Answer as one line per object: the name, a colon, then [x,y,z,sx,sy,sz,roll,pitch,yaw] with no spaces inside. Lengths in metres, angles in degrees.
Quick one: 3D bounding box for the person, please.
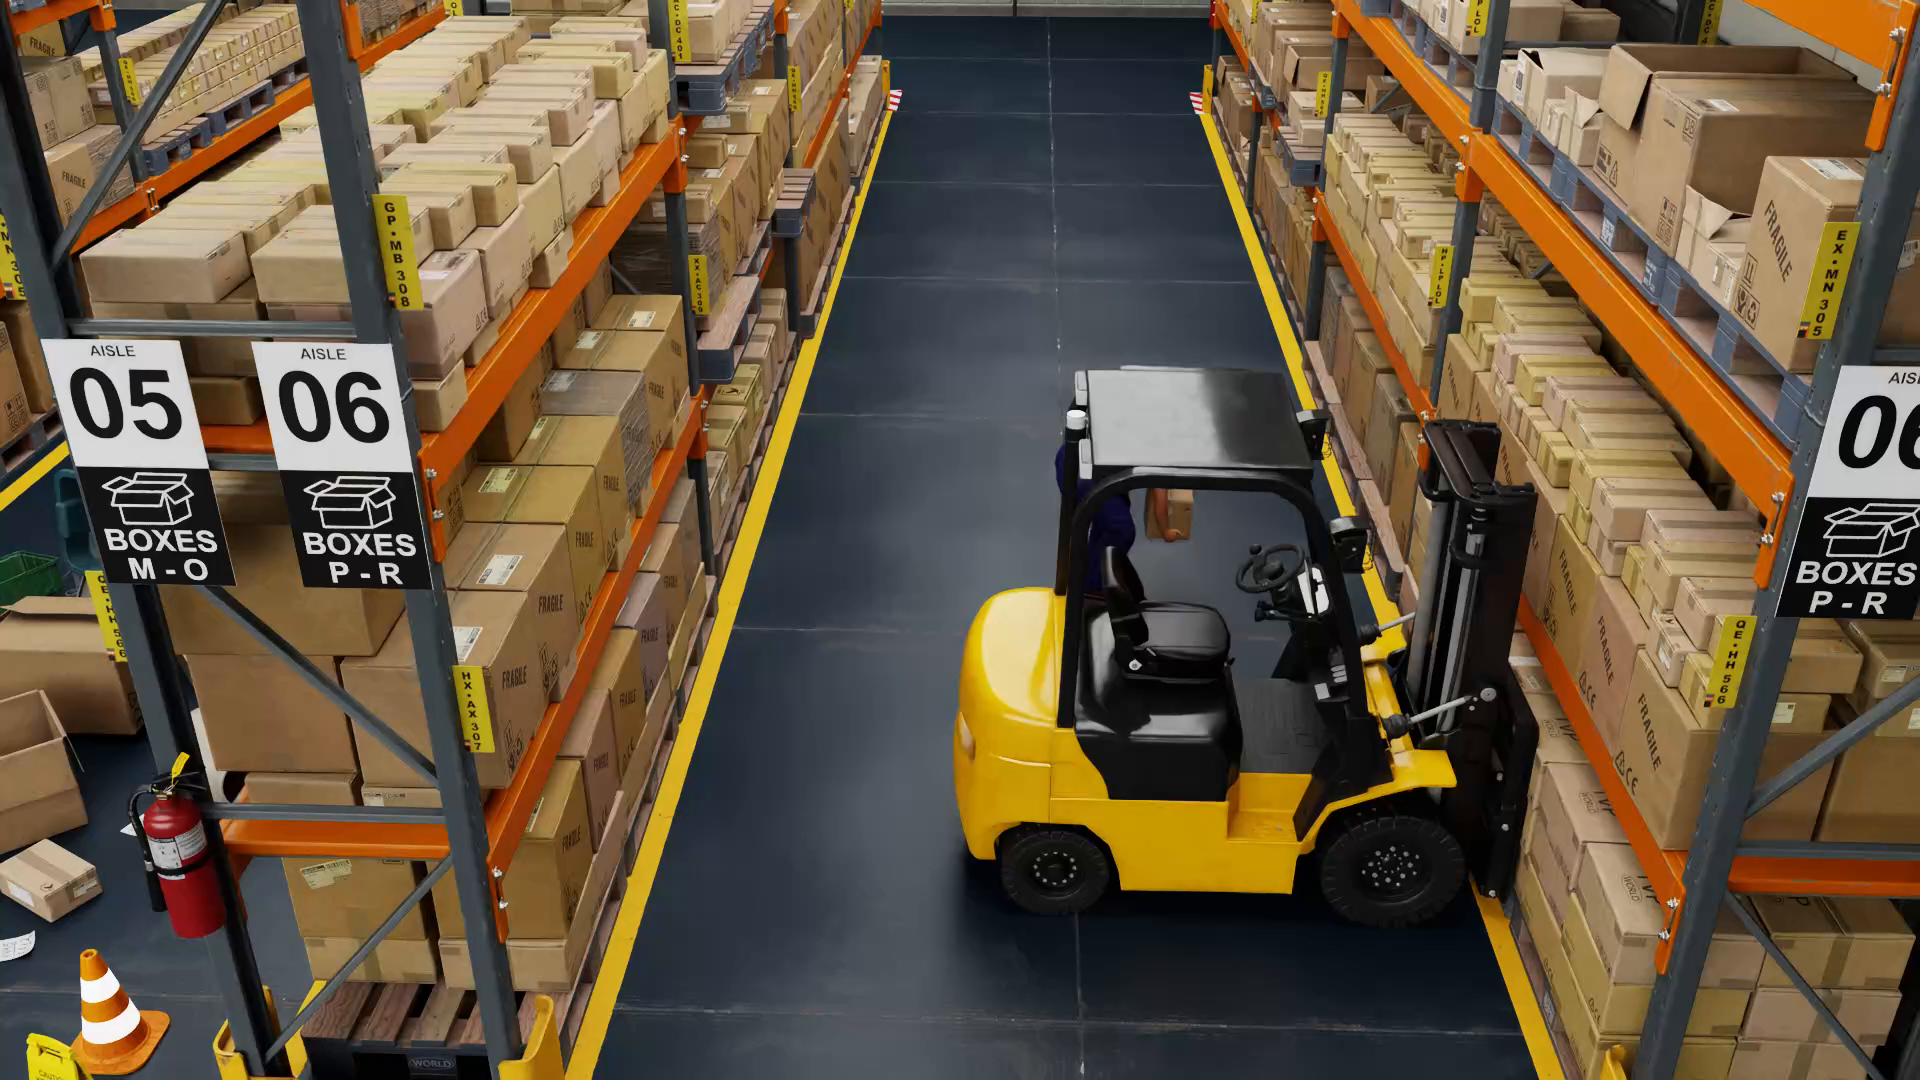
person: [0.976,-0.231,9.593,0.865,1.160,0.469,0,28,0]
